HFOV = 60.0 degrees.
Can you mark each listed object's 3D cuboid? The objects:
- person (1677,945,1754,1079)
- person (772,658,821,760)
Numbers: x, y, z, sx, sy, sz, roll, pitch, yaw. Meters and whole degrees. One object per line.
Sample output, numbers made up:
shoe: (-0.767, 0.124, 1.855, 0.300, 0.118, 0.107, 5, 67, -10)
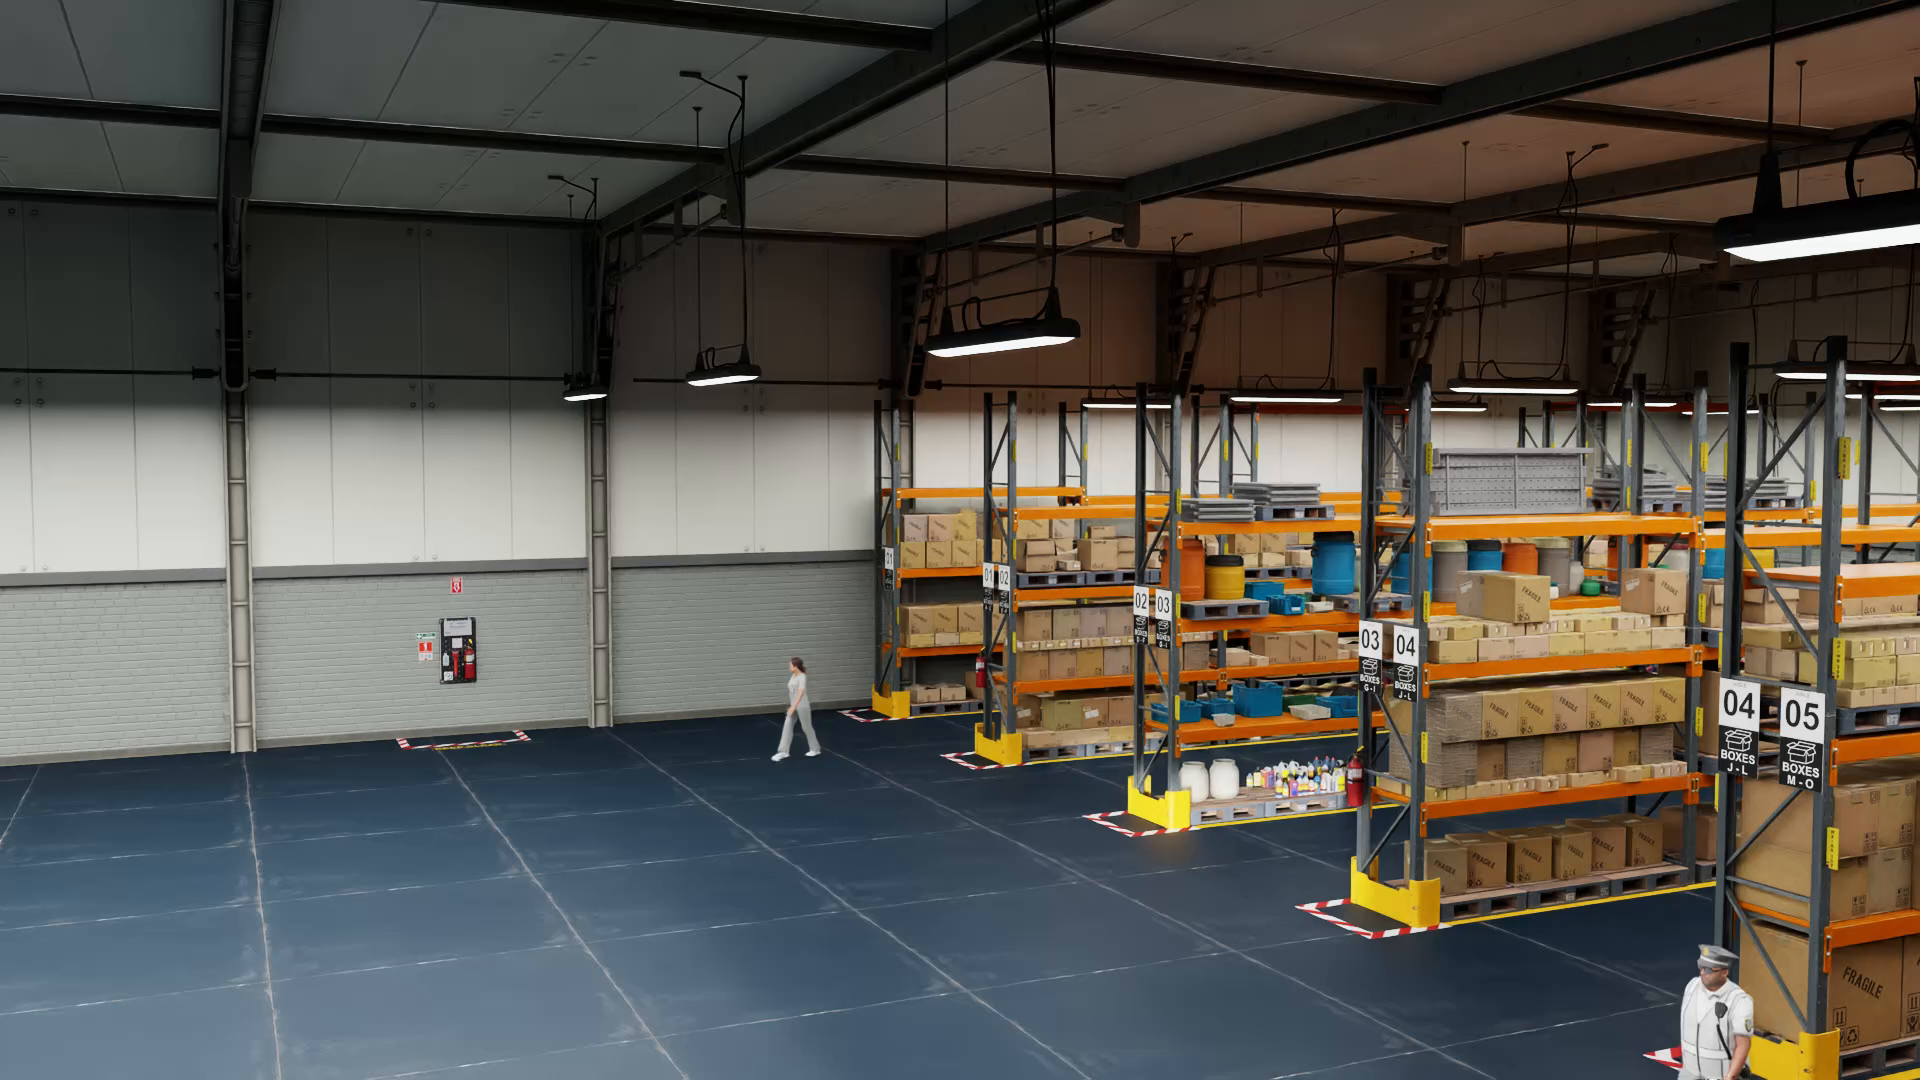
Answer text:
person: (5.116, 3.622, 11.368, 1.003, 1.705, 0.554, -2, 4, -35)
person: (-2.685, 2.745, 27.196, 0.869, 1.647, 0.469, -2, 4, -34)
